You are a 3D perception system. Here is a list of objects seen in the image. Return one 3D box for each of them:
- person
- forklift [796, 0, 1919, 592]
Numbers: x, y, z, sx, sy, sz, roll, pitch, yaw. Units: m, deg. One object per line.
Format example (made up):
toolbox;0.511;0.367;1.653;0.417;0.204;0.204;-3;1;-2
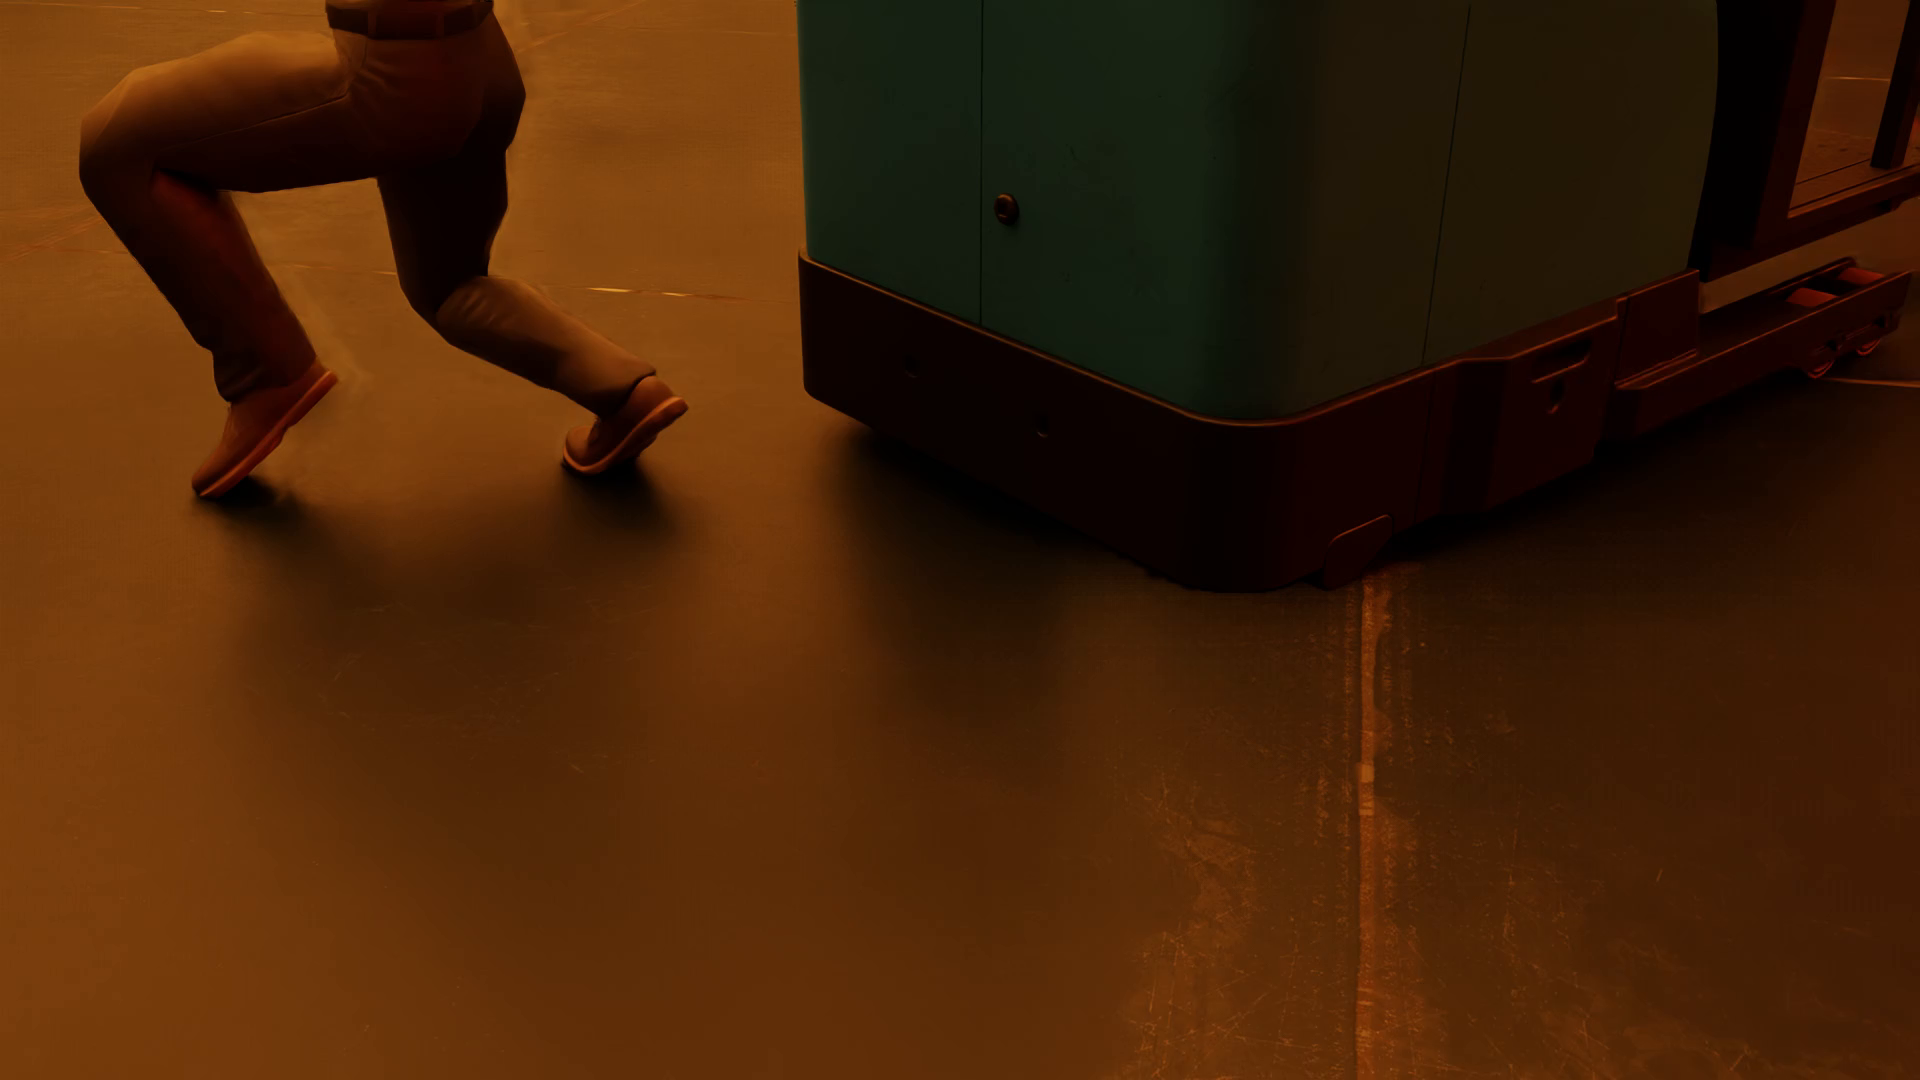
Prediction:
person;-0.858;-0.622;2.179;0.841;1.441;1.002;1;27;2
forklift;1.189;-1.771;2.757;3.031;2.935;1.130;-20;33;-35
